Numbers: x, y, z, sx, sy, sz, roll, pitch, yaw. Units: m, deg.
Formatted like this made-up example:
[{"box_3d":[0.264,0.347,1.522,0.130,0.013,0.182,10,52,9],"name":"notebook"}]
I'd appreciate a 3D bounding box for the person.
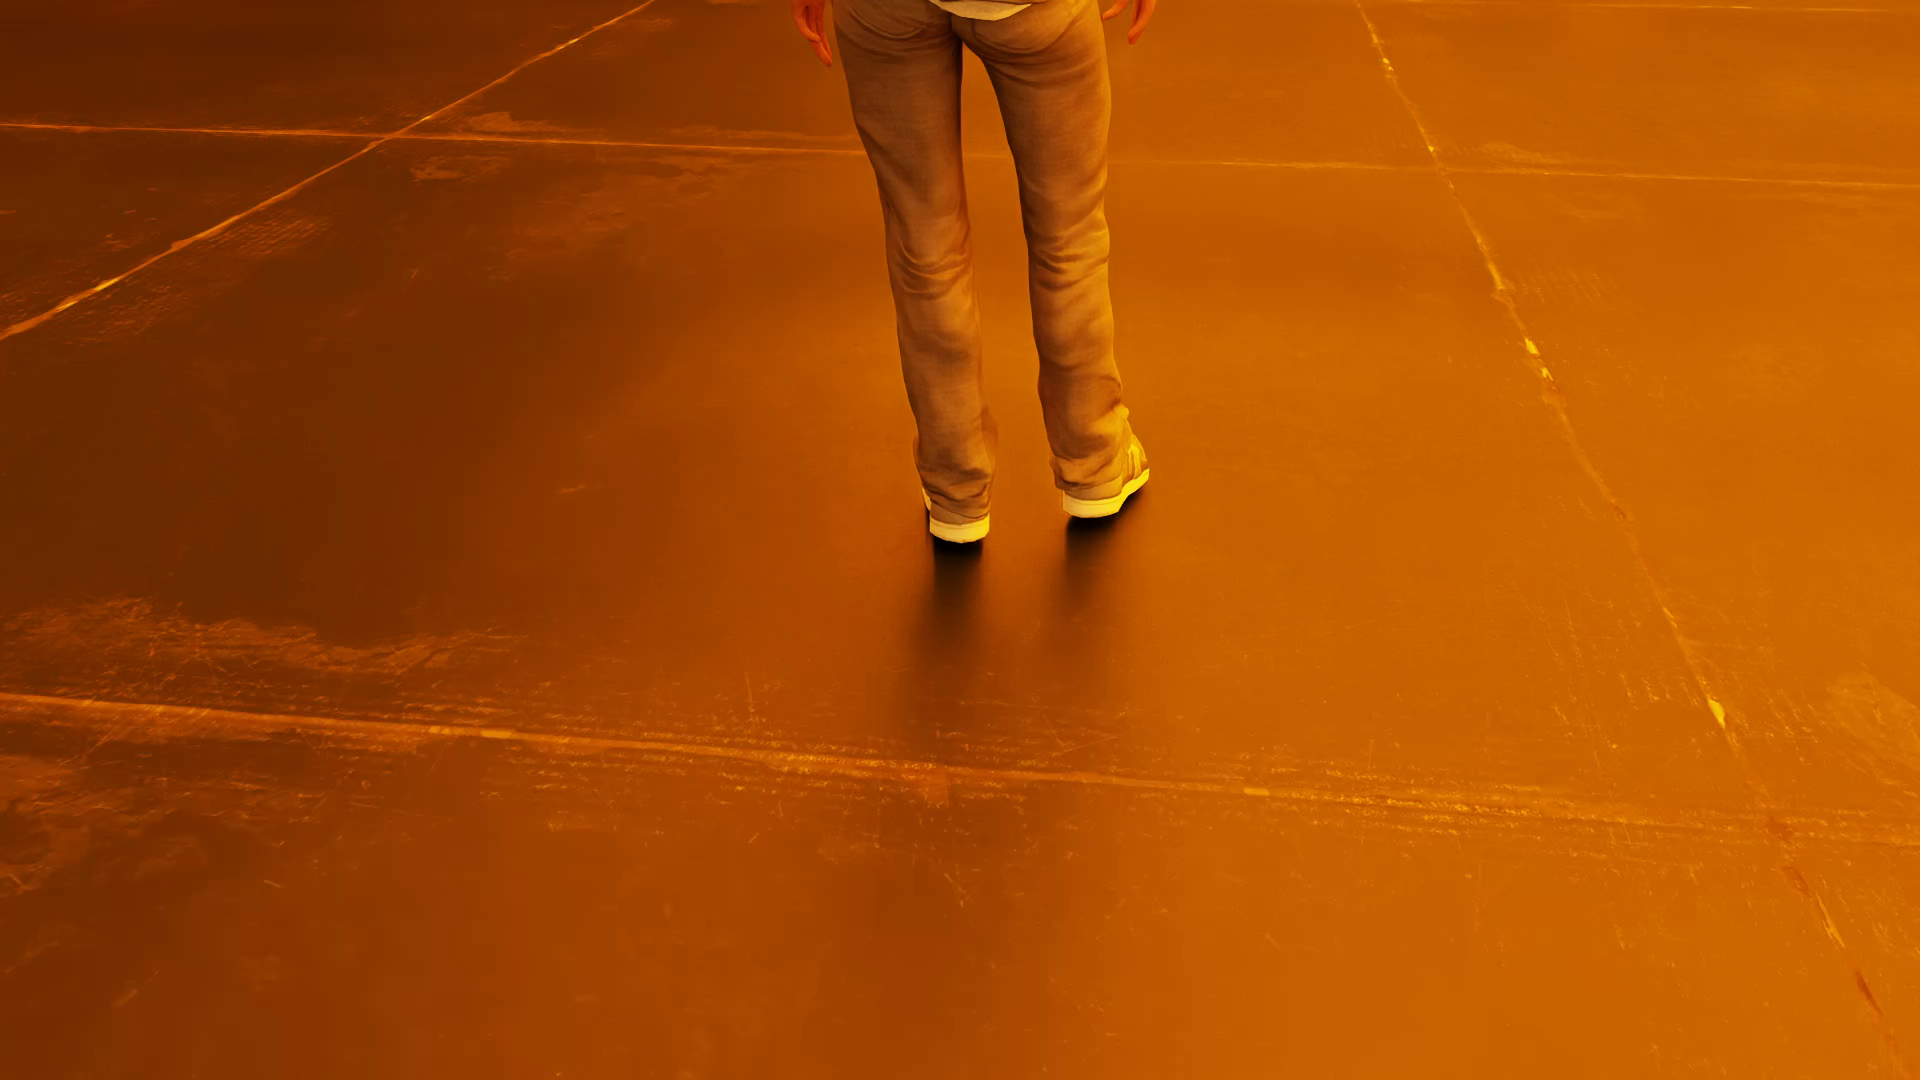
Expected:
[{"box_3d":[0.024,-0.753,2.204,0.520,1.597,0.475,3,27,7],"name":"person"}]
